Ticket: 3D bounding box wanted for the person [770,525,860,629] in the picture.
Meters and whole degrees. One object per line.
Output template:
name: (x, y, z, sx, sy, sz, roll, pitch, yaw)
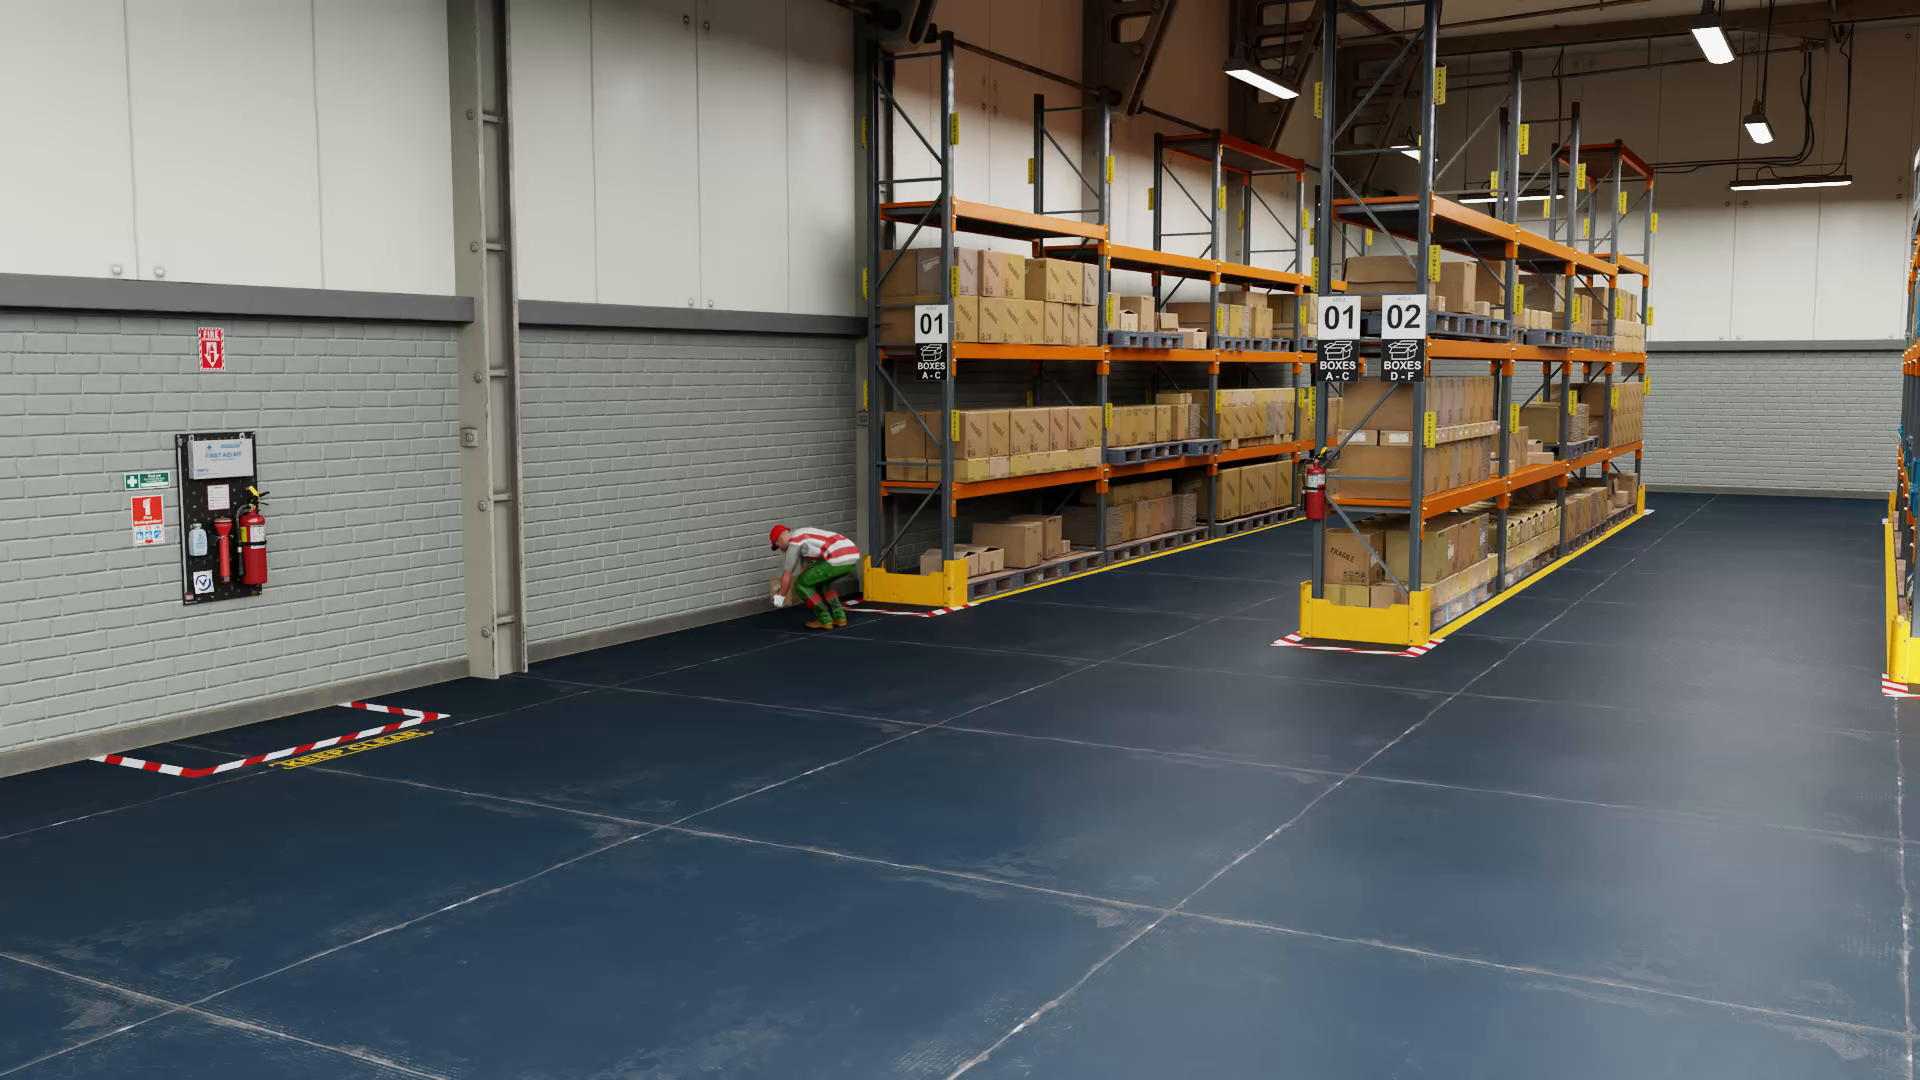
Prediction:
person: (-1.452, 0.359, 16.390, 0.950, 0.988, 0.536, 3, 7, 26)
